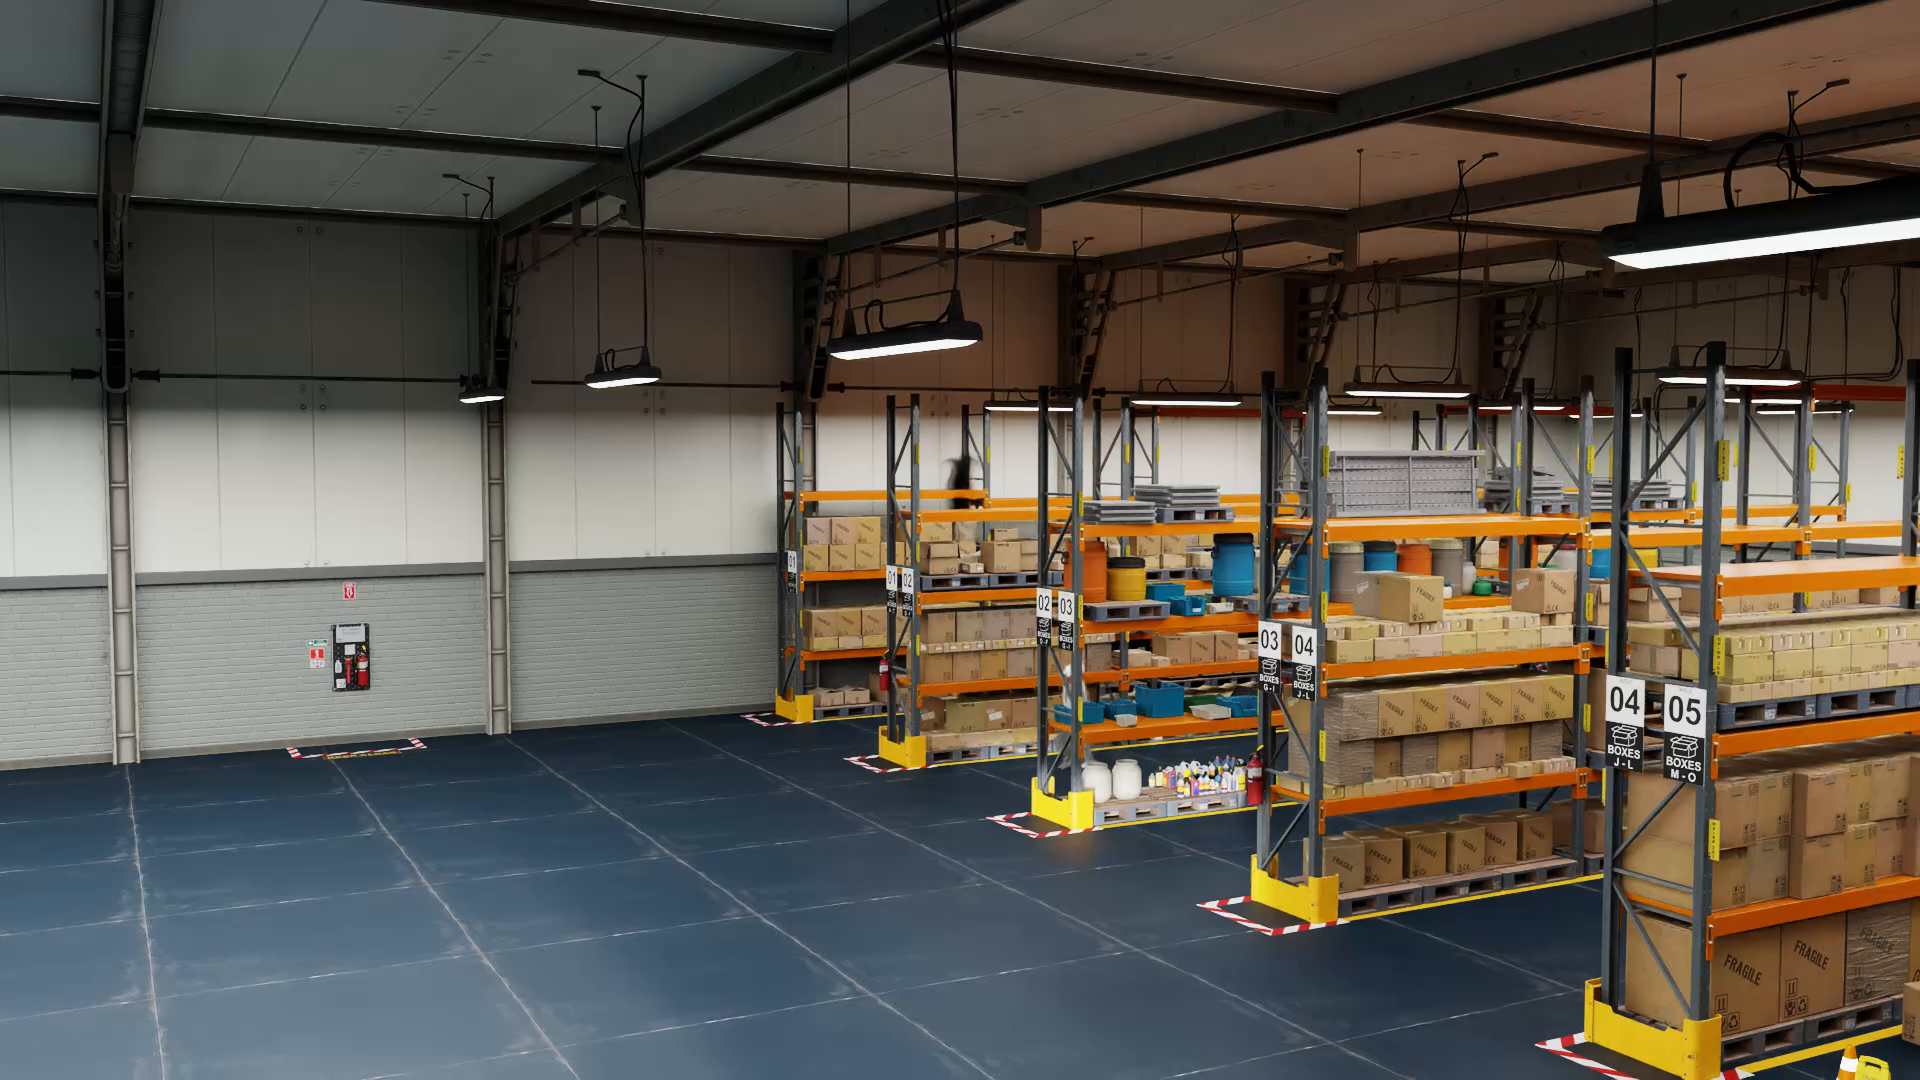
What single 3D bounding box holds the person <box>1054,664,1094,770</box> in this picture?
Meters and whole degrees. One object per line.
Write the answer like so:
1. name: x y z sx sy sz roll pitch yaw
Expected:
1. person: 1.862 2.774 26.395 0.782 1.638 0.627 -3 4 -41
